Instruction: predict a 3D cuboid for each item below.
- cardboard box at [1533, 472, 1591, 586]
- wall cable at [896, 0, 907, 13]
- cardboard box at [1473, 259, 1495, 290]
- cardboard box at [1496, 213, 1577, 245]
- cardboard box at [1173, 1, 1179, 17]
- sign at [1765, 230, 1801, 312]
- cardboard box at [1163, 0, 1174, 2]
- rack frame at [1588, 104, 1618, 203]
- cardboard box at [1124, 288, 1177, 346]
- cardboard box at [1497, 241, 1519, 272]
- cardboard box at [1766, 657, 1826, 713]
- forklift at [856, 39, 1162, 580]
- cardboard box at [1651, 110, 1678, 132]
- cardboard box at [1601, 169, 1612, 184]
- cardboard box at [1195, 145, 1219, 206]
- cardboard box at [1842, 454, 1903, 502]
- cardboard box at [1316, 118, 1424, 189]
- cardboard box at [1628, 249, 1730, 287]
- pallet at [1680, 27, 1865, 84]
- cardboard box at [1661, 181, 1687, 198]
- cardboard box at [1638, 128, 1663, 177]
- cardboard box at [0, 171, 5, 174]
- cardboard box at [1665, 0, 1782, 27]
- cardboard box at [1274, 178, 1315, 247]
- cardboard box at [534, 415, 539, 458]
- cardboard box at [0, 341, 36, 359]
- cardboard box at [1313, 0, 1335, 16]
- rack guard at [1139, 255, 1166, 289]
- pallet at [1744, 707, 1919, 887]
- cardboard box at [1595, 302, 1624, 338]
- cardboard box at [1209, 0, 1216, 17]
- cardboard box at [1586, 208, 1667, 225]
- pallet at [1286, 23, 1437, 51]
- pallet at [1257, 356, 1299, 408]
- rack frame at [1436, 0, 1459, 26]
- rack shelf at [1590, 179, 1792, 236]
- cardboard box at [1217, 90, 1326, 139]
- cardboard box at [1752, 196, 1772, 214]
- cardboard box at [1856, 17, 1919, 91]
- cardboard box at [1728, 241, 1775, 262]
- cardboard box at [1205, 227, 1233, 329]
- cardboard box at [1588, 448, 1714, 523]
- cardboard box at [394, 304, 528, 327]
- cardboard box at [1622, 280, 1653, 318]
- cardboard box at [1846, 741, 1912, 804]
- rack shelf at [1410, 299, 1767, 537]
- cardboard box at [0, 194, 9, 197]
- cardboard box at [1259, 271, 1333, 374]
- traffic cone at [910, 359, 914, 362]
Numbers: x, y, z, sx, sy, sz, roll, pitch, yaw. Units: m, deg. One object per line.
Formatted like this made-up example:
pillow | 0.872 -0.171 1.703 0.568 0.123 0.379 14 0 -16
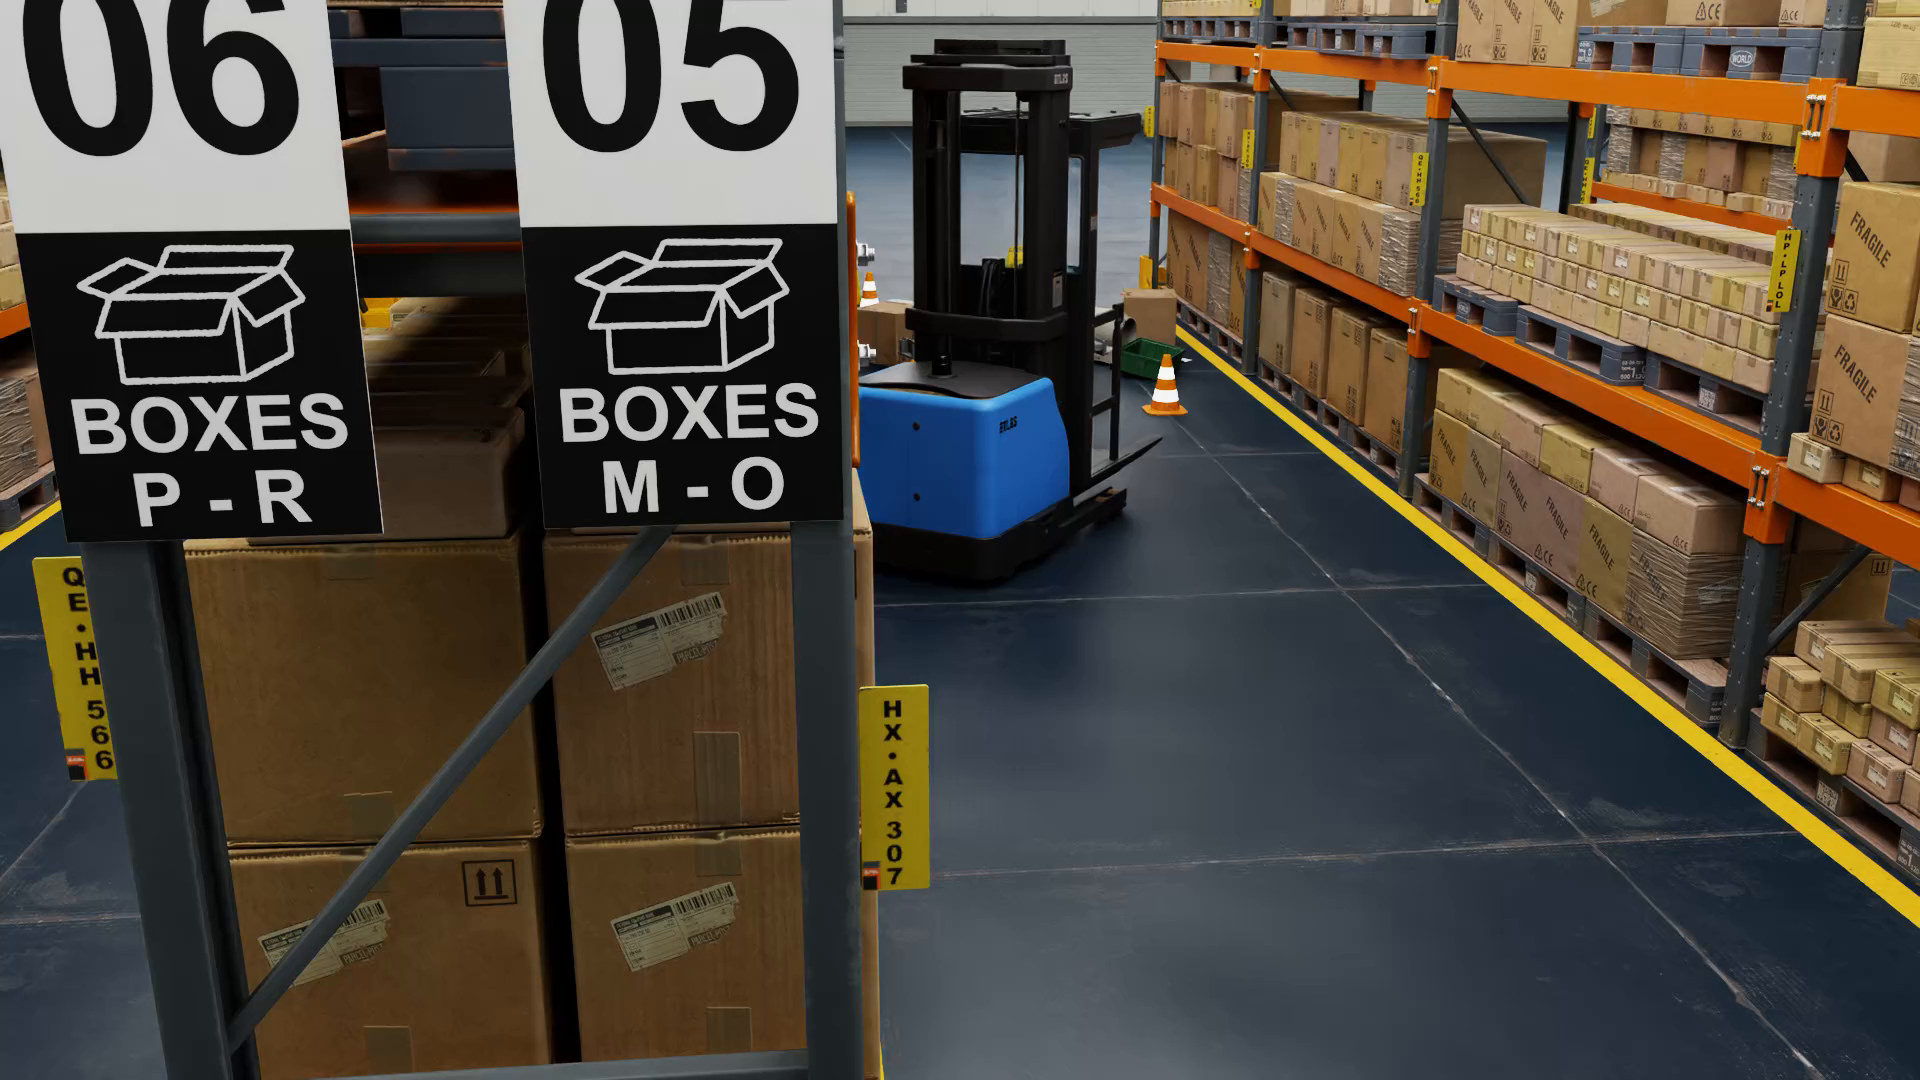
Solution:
cardboard box | 3.425 -0.070 8.864 0.500 0.500 0.500 -2 18 -7
wall cable | -0.698 -18.176 47.372 2.305 6.003 0.169 -2 18 -6
cardboard box | 3.313 -1.596 9.973 0.380 0.149 0.250 -1 17 -3
cardboard box | 3.347 -1.803 9.637 0.380 0.149 0.250 -2 18 -6
cardboard box | 2.384 -5.416 16.963 0.380 0.149 0.250 -2 18 -5
sign | 3.301 -1.078 6.670 0.100 0.325 0.005 -2 18 -6
cardboard box | 2.410 -5.717 17.257 0.500 0.250 0.500 -2 18 -6
rack frame | 7.559 -4.242 18.681 1.000 3.000 0.127 -2 18 -6
cardboard box | 1.847 -2.167 16.239 0.500 0.500 0.500 1 17 4
cardboard box | 3.351 -1.647 9.639 0.380 0.149 0.250 -2 18 -7
cardboard box | 3.572 0.592 6.845 0.380 0.149 0.250 -1 17 -3
forklift | 0.422 -1.568 10.278 1.130 2.935 3.031 9 20 27
cardboard box | 7.442 -4.438 16.974 0.500 0.500 0.500 -2 18 -6
cardboard box | 7.351 -4.030 18.425 0.380 0.149 0.250 -2 18 -6
cardboard box | 2.806 -3.591 16.356 0.875 0.550 0.500 -2 18 -6
cardboard box | 3.657 -0.255 6.400 0.380 0.149 0.250 -1 17 -4
cardboard box | 3.192 -3.000 12.890 0.700 0.500 0.500 -2 18 -5
cardboard box | 3.515 -1.330 8.131 0.380 0.149 0.250 -2 18 -7
pallet | 3.895 -2.072 7.076 1.213 0.211 1.003 -2 18 -6
cardboard box | 7.410 -3.580 16.992 0.380 0.149 0.250 -2 18 -6
cardboard box | 7.760 -4.122 17.634 0.875 0.500 0.500 -2 18 -6
cardboard box | -6.999 -2.680 12.454 0.380 0.149 0.250 -2 18 -6
cardboard box | 3.824 -2.689 7.852 0.797 0.503 0.637 -2 18 -6
cardboard box | 2.867 -2.659 13.473 0.500 0.500 0.500 -2 18 -5
cardboard box | -1.017 0.015 3.285 0.500 0.500 0.500 -2 18 -5
cardboard box | -6.605 -1.047 11.766 0.875 0.625 0.625 -3 18 -8
cardboard box | 2.914 -4.061 12.648 0.380 0.149 0.250 -2 18 -6
rack guard | 2.613 -2.933 18.686 1.175 0.500 0.348 -2 18 -6
pallet | 3.957 0.986 6.685 1.003 0.211 1.213 -2 18 -6
cardboard box | 3.478 -1.124 8.469 0.380 0.149 0.250 -1 17 -3
cardboard box | 2.539 -4.965 15.526 0.380 0.149 0.250 -2 18 -6
cardboard box | 3.971 -1.893 9.924 0.380 0.149 0.250 -2 18 -6
pallet | 3.171 -3.995 13.207 0.805 0.209 1.217 -2 18 -8
pallet | 3.182 -1.369 14.186 1.003 0.211 1.213 -2 18 -6
rack frame | 3.440 -4.598 9.798 1.000 3.000 0.127 -2 18 -6
rack shelf | 7.765 -3.303 16.891 1.077 0.370 4.000 -2 18 -6
cardboard box | 2.933 -3.950 15.699 0.875 0.550 0.550 -2 18 -6
cardboard box | 7.675 -3.137 15.579 0.380 0.149 0.250 -2 18 -6
cardboard box | 3.638 -1.757 6.009 0.500 0.250 0.500 -1 17 -3
cardboard box | 4.135 -1.425 8.433 0.380 0.149 0.250 -1 17 -4
cardboard box | 2.936 -2.572 16.207 0.875 0.875 0.875 -2 18 -5
cardboard box | 3.485 -0.277 8.271 0.500 0.250 0.500 -1 17 -3
cardboard box | -0.986 -0.409 3.554 0.380 0.149 0.250 -2 18 -6
cardboard box | 3.506 -1.190 8.181 0.380 0.149 0.250 -3 18 -8
cardboard box | 3.676 0.886 6.405 0.380 0.149 0.250 -2 18 -6
rack shelf | 3.647 -0.796 8.907 1.077 0.370 4.000 -2 18 -6
cardboard box | -6.326 -2.166 10.818 0.380 0.149 0.250 -2 17 -5
cardboard box | 3.181 -1.872 14.187 1.050 0.750 0.750 -2 18 -6
traffic cone | -0.365 -1.208 13.251 0.336 0.463 0.334 -2 18 -6
